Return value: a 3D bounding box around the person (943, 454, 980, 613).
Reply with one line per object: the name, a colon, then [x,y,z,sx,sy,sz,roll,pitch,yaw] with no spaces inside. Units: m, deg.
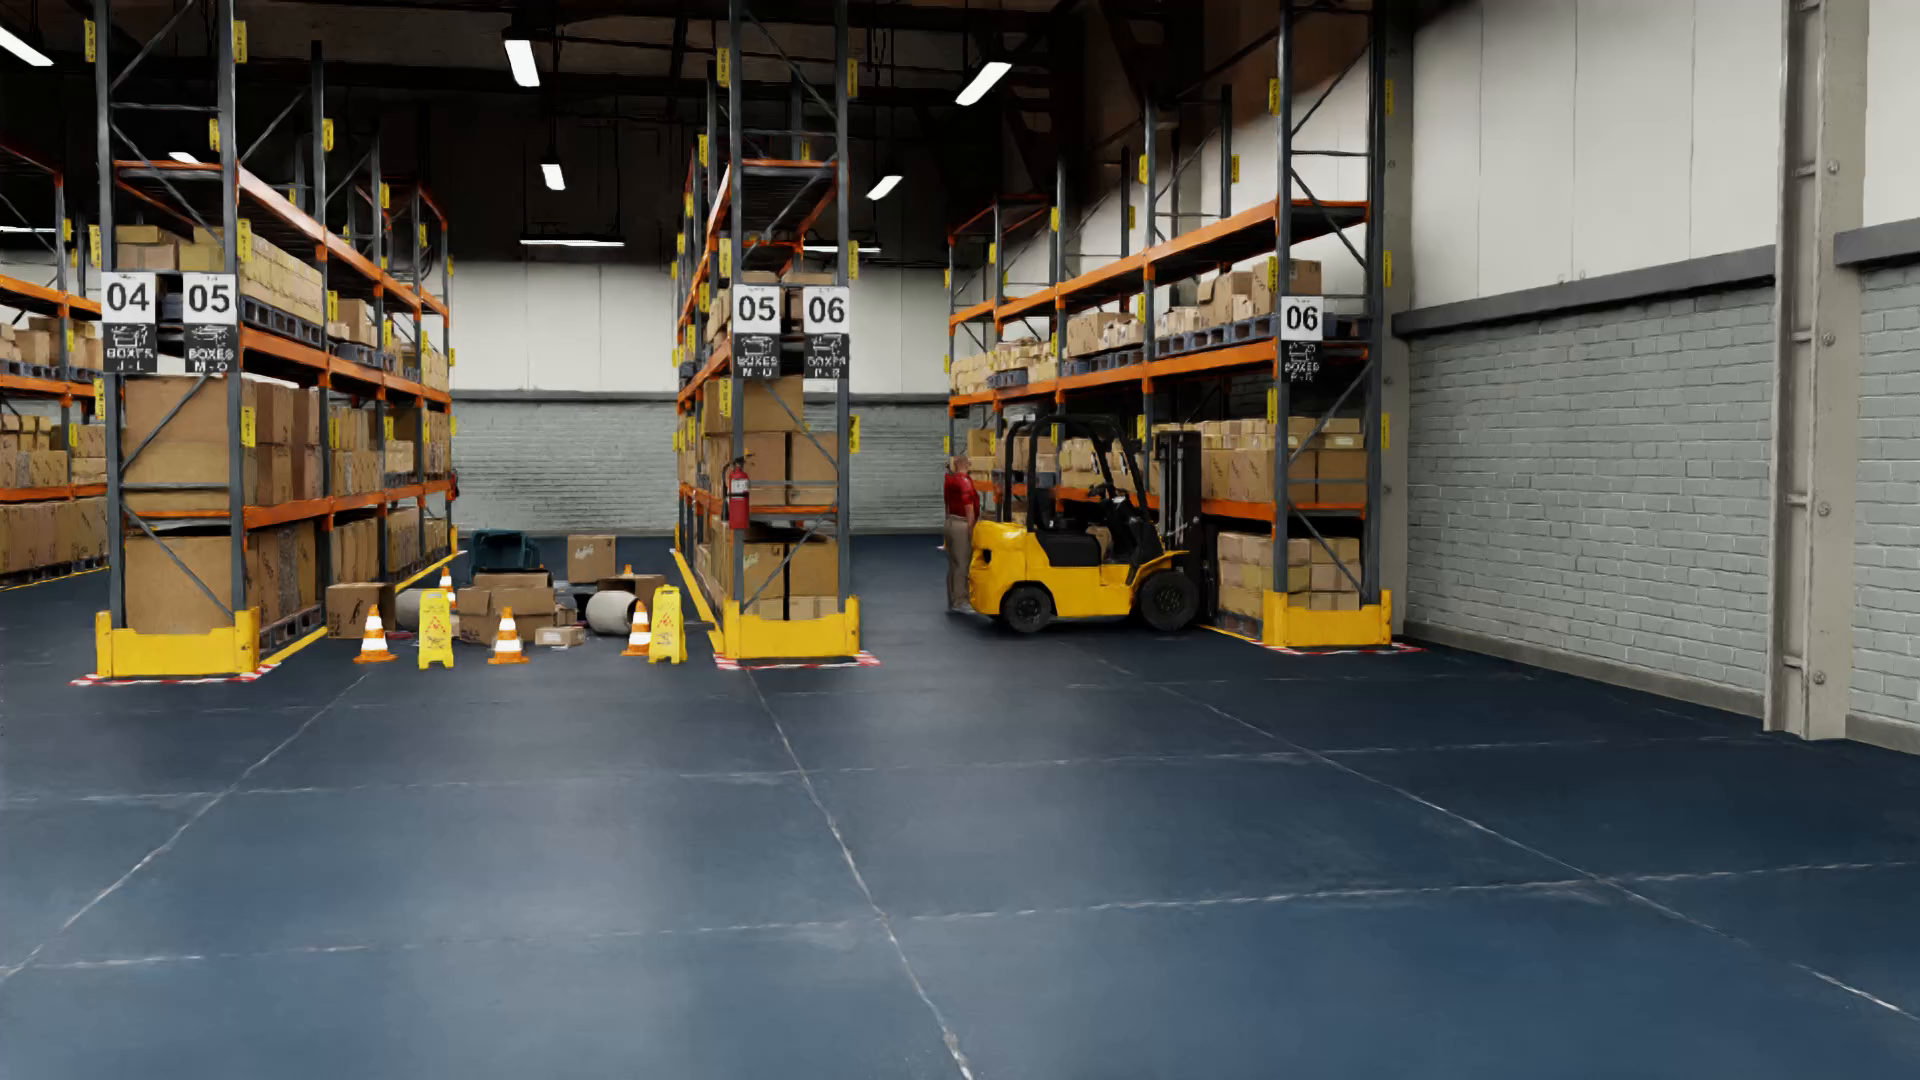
person: [0.040,-0.079,18.325,0.388,1.740,0.615,-1,3,-24]
